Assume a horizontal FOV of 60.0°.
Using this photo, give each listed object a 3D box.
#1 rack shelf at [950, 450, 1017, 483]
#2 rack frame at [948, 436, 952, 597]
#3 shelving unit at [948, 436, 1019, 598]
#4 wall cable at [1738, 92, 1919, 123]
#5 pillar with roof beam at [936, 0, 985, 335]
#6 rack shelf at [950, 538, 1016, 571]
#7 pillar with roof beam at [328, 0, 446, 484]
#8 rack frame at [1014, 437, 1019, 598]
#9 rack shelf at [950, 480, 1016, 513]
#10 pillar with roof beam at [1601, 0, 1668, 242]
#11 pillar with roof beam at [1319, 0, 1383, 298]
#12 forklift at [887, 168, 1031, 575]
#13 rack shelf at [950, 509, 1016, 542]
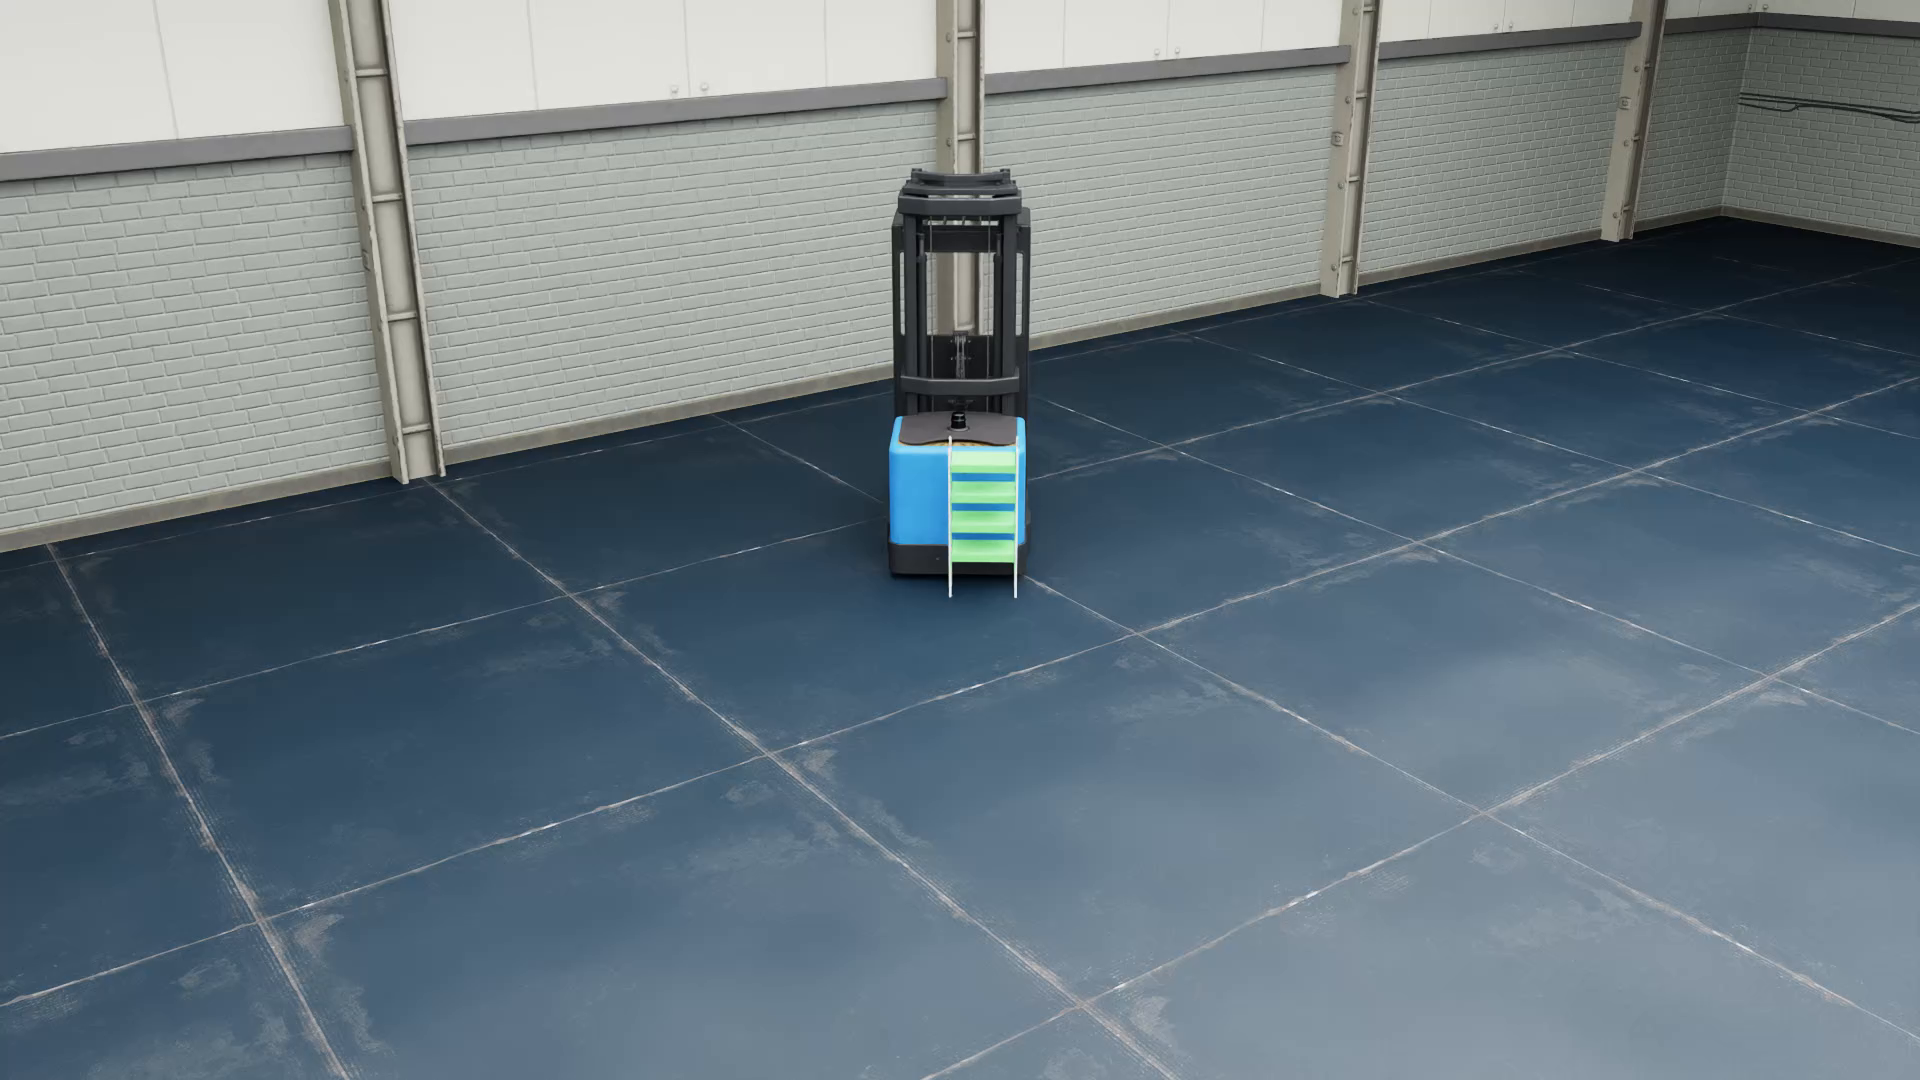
[{"bbox_3d":[0.170,-0.534,12.066,0.480,0.148,0.258,0,27,1],"label":"rack shelf"},{"bbox_3d":[-0.072,-0.164,12.257,0.015,1.200,0.240,0,27,1],"label":"rack frame"},{"bbox_3d":[0.171,-0.162,12.252,0.503,1.200,0.258,0,27,1],"label":"shelving unit"},{"bbox_3d":[12.909,-7.457,24.225,0.112,2.526,3.097,-15,26,-33],"label":"wall cable"},{"bbox_3d":[2.518,-4.766,13.294,0.400,9.000,9.100,-15,26,-33],"label":"pillar with roof beam"},{"bbox_3d":[0.172,0.110,12.388,0.480,0.148,0.258,0,27,1],"label":"rack shelf"},{"bbox_3d":[-2.352,-3.468,10.039,0.400,9.000,9.100,-15,26,-33],"label":"pillar with roof beam"},{"bbox_3d":[0.415,-0.160,12.246,0.015,1.200,0.240,0,27,1],"label":"rack frame"},{"bbox_3d":[0.171,-0.320,12.173,0.480,0.148,0.258,0,27,1],"label":"rack shelf"},{"bbox_3d":[12.259,-7.364,19.803,0.400,9.000,9.100,-15,26,-33],"label":"pillar with roof beam"},{"bbox_3d":[7.389,-6.065,16.548,0.400,9.000,9.100,-15,26,-33],"label":"pillar with roof beam"},{"bbox_3d":[0.016,-1.594,13.531,1.130,2.935,3.031,1,22,1],"label":"forklift"},{"bbox_3d":[0.172,-0.105,12.280,0.480,0.148,0.258,0,27,1],"label":"rack shelf"}]
